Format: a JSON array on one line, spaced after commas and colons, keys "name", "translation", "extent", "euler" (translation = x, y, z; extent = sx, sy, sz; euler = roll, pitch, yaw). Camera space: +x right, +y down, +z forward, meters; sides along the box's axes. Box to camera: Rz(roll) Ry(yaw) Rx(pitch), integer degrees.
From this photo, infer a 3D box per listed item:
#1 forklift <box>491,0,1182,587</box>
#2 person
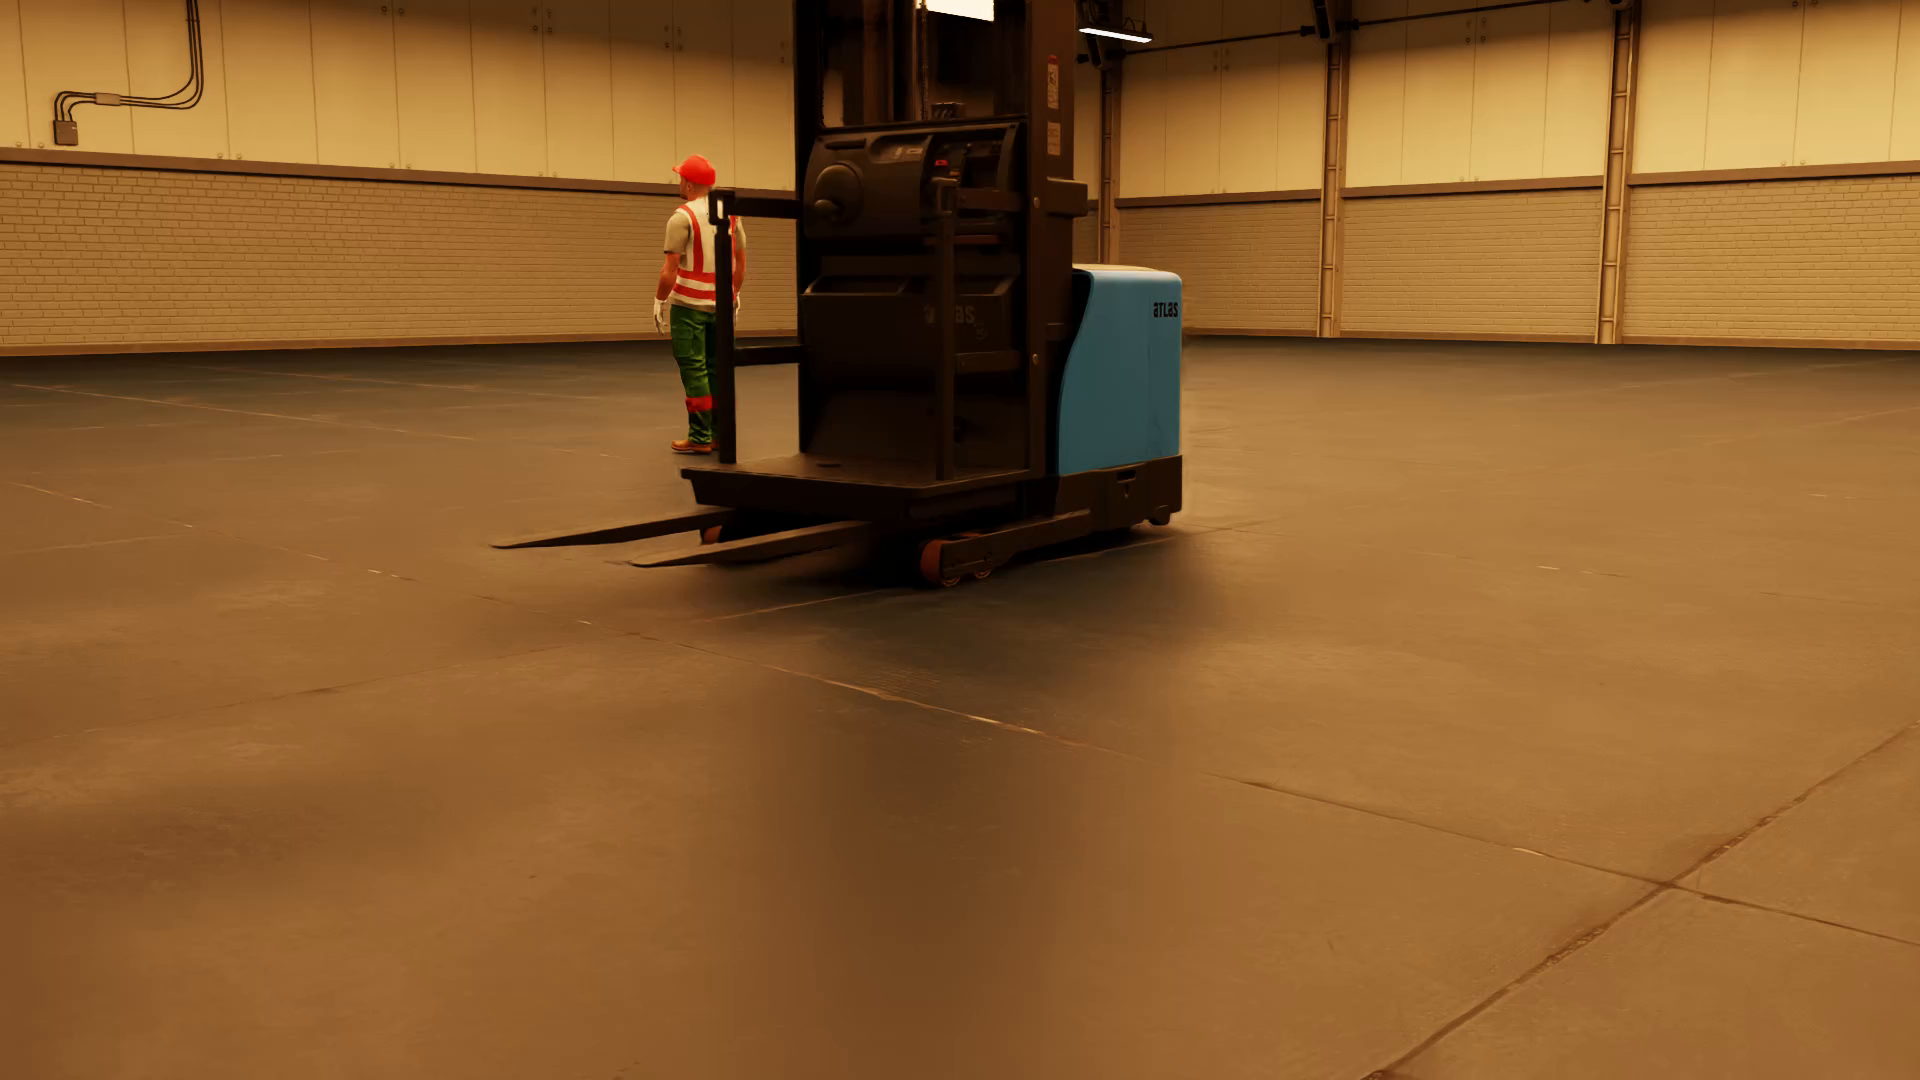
[{"name": "forklift", "translation": [-0.309, -1.369, 5.967], "extent": [1.130, 2.935, 3.031], "euler": [6, 10, 34]}, {"name": "person", "translation": [-1.631, -1.430, 10.159], "extent": [0.564, 1.787, 0.638], "euler": [8, 12, 43]}]
